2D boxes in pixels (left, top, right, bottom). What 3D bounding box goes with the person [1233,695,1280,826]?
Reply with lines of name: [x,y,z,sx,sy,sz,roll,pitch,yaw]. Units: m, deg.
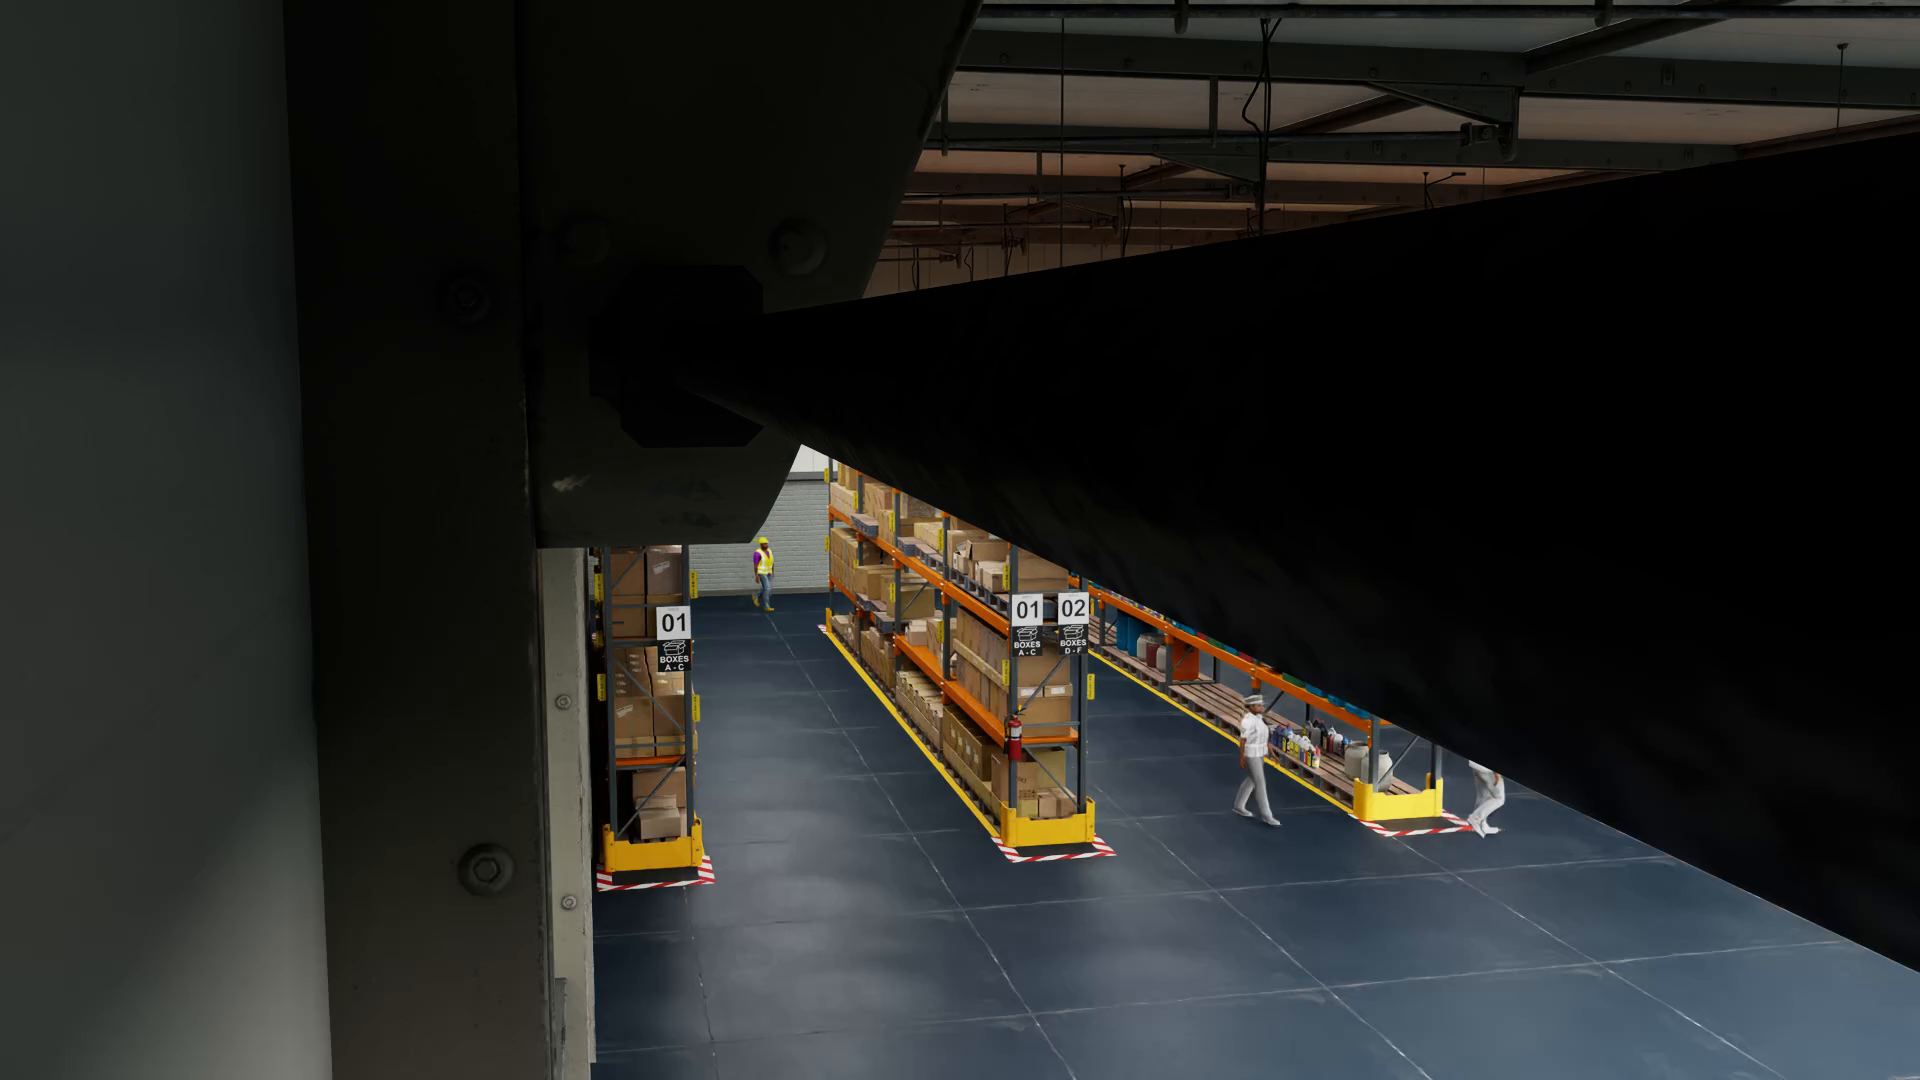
person: [3.976,2.885,22.046,0.778,1.651,0.515,4,8,33]

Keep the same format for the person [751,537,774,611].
person: [-4.651,0.794,39.233,0.735,1.751,0.568,4,8,28]

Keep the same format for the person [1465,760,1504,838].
person: [6.686,2.925,21.267,0.607,1.758,0.588,-2,7,-20]
